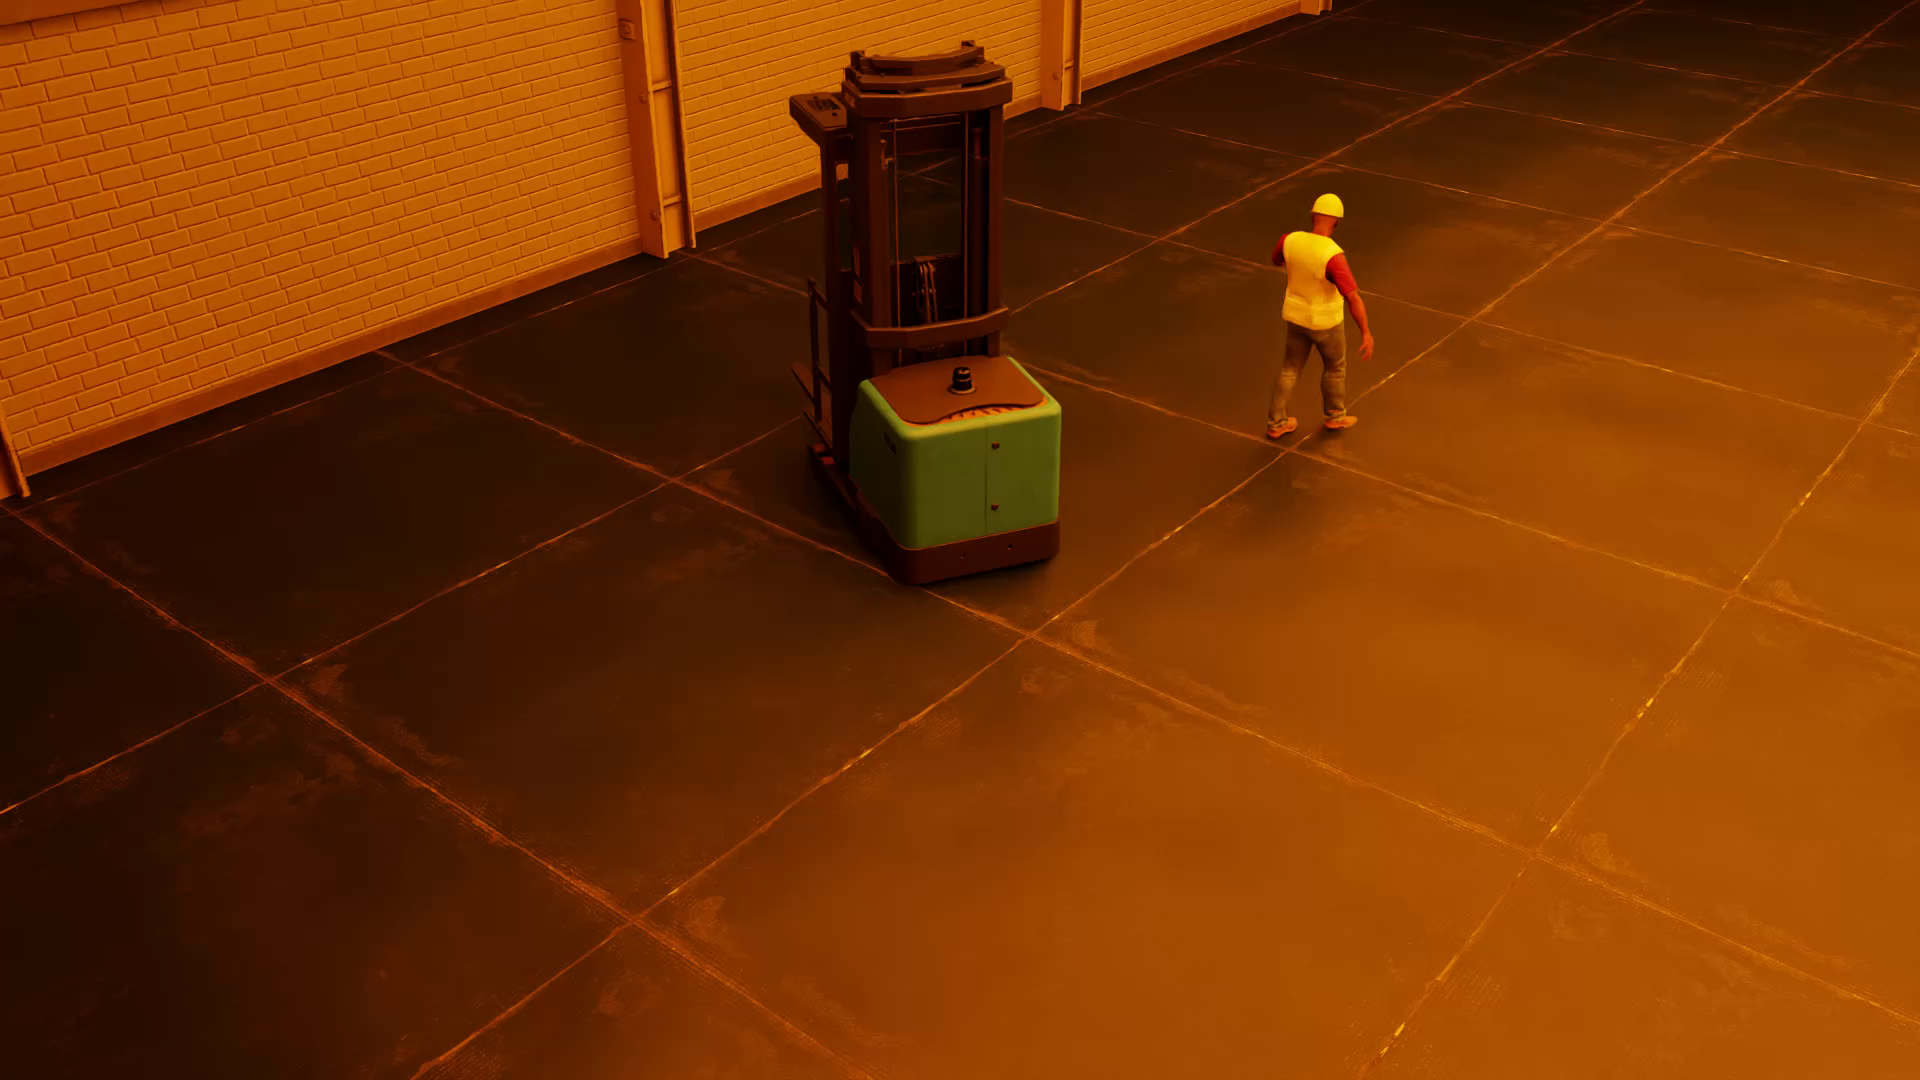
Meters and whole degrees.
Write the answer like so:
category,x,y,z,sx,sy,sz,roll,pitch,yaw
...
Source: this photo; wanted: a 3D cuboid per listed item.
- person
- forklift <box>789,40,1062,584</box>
category,x,y,z,sx,sy,sz,roll,pitch,yaw
person,2.517,-1.534,11.423,0.734,1.755,1.046,-24,38,-35
forklift,-0.393,-1.730,10.555,1.130,2.935,3.031,-11,32,-18
